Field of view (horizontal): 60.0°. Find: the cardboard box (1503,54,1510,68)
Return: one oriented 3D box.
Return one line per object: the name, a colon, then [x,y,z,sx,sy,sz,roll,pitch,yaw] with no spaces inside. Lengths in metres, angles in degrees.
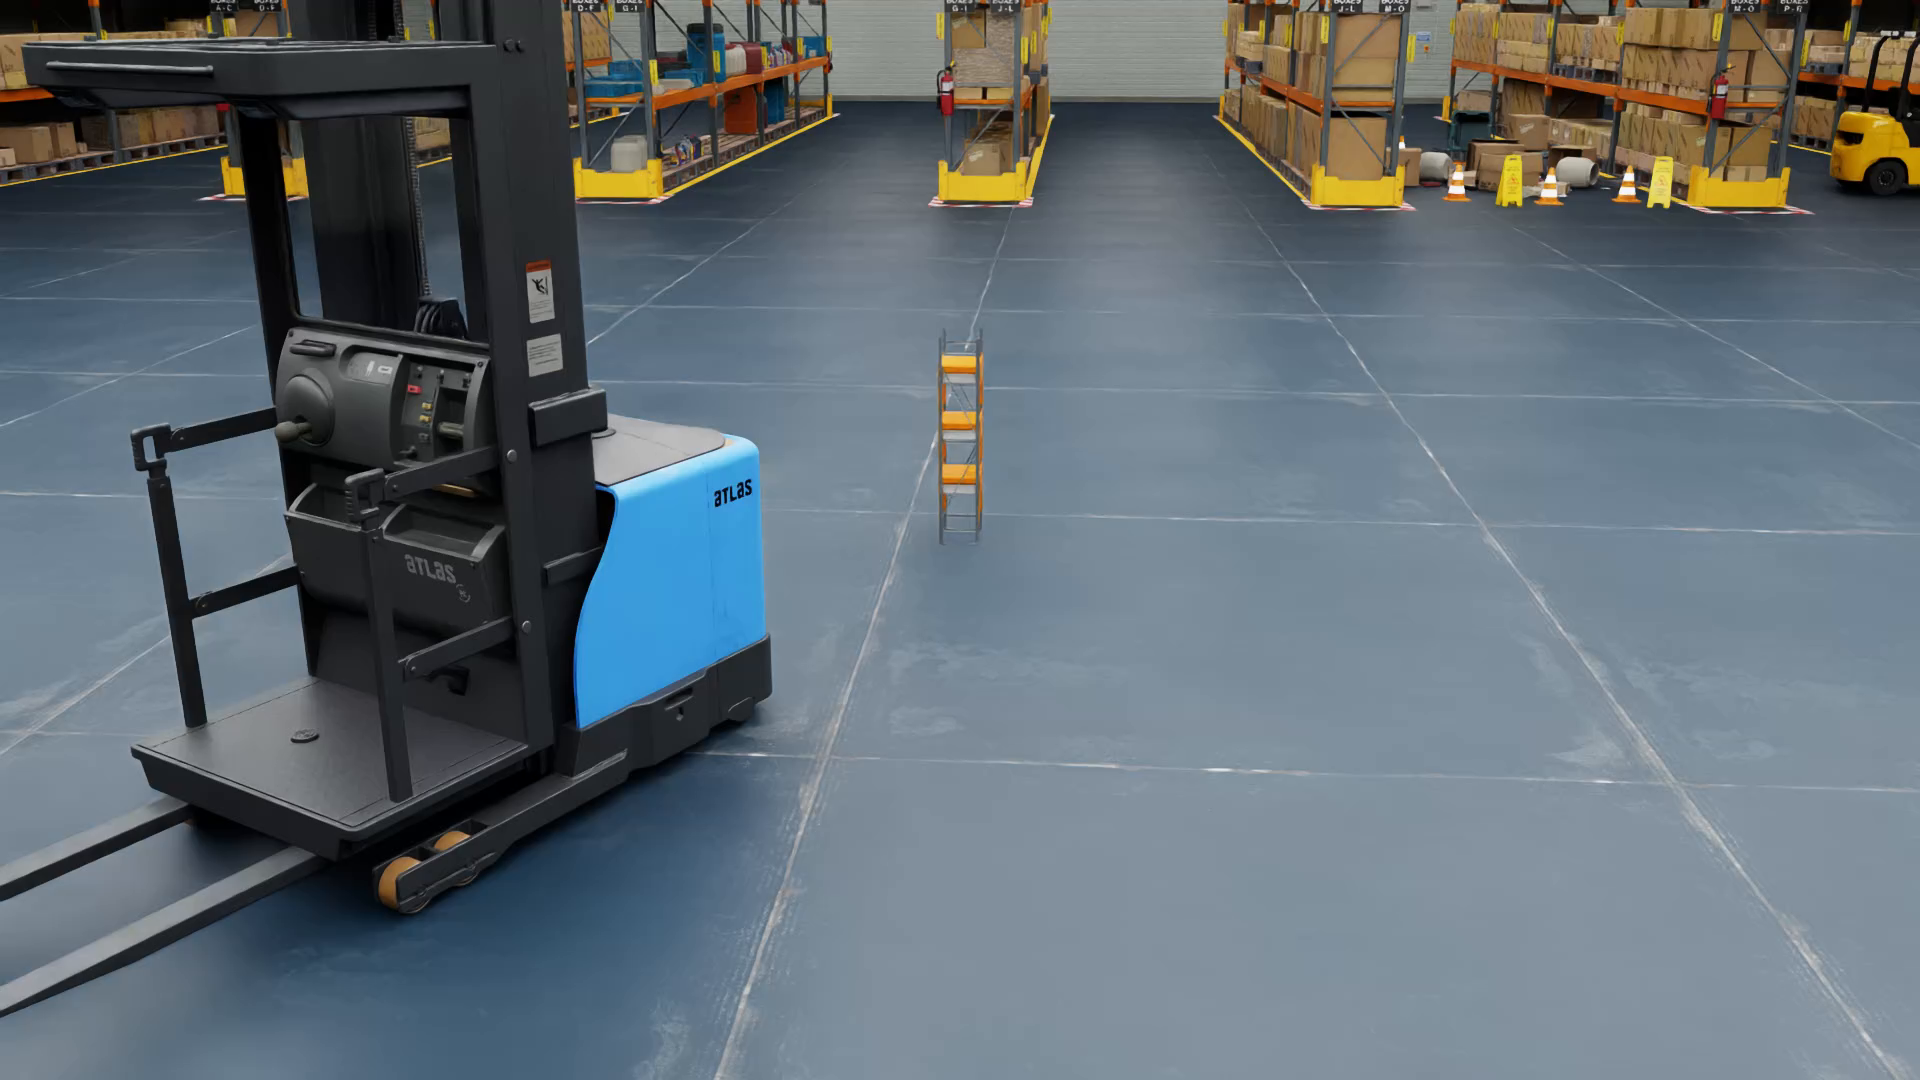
cardboard box: [10.712,-9.165,31.817,0.500,0.250,0.500,1,18,3]

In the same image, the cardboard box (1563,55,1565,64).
cardboard box: [10.493,-8.182,28.305,0.380,0.149,0.250,0,18,1]

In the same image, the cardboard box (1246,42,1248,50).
cardboard box: [5.465,-9.069,30.536,0.380,0.149,0.250,1,18,4]

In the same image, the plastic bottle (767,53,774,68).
plastic bottle: [-3.616,-9.116,31.626,0.152,0.276,0.135,1,18,4]

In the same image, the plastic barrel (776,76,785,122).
plastic barrel: [-3.838,-8.893,33.443,0.600,0.901,0.708,1,18,4]

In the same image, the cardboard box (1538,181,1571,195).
cardboard box: [8.261,-4.898,23.132,0.380,0.149,0.250,12,22,32]

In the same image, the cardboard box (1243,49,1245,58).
cardboard box: [5.501,-9.091,31.080,0.380,0.149,0.250,0,18,1]

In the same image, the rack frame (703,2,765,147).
rack frame: [-4.069,-8.617,29.904,1.000,3.000,0.127,1,18,4]

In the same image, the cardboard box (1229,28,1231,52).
cardboard box: [6.064,-10.738,35.738,0.500,0.500,0.500,1,18,4]

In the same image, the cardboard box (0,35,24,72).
cardboard box: [-14.101,-7.104,24.289,0.500,0.500,0.500,1,18,2]

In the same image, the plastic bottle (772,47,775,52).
plastic bottle: [-3.679,-9.489,32.645,0.144,0.351,0.185,1,18,4]

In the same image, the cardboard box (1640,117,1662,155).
cardboard box: [10.092,-5.788,23.806,0.500,0.500,0.500,2,18,7]

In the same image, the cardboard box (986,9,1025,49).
cardboard box: [0.609,-6.851,22.269,0.500,0.500,0.500,1,18,4]

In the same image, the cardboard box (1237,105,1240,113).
cardboard box: [5.803,-8.698,33.577,0.380,0.149,0.250,2,18,5]

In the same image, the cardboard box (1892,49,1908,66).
cardboard box: [15.327,-7.733,26.644,0.500,0.250,0.500,2,18,5]

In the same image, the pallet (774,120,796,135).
pallet: [-3.879,-8.296,33.401,1.003,0.211,1.213,1,18,4]

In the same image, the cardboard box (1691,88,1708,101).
cardboard box: [9.903,-5.884,21.965,0.380,0.149,0.250,1,18,3]

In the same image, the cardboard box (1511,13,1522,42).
cardboard box: [10.677,-9.606,31.155,0.500,0.500,0.500,1,18,3]

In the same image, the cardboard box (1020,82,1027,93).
cardboard box: [0.760,-6.450,23.692,0.380,0.149,0.250,1,18,4]

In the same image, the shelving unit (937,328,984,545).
shelving unit: [0.004,-0.516,8.310,0.215,1.050,0.252,1,18,4]

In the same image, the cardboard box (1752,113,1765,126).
cardboard box: [15.735,-8.285,32.229,0.500,0.500,0.500,2,18,6]

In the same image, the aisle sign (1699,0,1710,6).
aisle sign: [15.992,-11.924,35.820,0.394,0.787,0.004,1,18,4]

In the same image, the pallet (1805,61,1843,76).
pallet: [15.686,-8.297,29.234,1.213,0.211,1.003,1,18,4]

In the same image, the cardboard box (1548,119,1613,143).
cardboard box: [10.705,-7.061,28.701,0.950,0.372,0.625,0,18,0]

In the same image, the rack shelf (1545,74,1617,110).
rack shelf: [10.612,-7.322,27.108,1.077,0.370,4.000,1,18,4]

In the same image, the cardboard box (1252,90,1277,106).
cardboard box: [5.624,-8.108,30.486,0.500,0.250,0.500,2,18,5]

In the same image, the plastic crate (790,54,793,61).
plastic crate: [-3.606,-9.904,34.159,0.396,0.136,0.243,1,18,4]

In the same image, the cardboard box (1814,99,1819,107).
cardboard box: [15.541,-7.821,29.773,0.380,0.149,0.250,1,18,2]

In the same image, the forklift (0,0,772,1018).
forklift: [-1.933,-0.436,5.046,1.130,2.935,3.031,11,21,30]

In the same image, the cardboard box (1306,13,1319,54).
cardboard box: [5.334,-7.090,23.269,0.875,0.550,0.500,1,18,4]

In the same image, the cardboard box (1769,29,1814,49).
cardboard box: [15.699,-9.359,31.334,0.700,0.500,0.500,1,18,5]

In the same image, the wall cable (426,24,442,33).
wall cable: [-12.615,-14.447,43.048,3.097,2.526,0.112,1,18,4]

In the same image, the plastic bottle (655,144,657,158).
plastic bottle: [-4.717,-5.998,25.587,0.097,0.271,0.097,0,18,0]

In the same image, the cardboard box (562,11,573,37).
cardboard box: [-8.372,-10.794,34.782,0.500,0.500,0.500,1,18,2]

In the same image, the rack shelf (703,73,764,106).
rack shelf: [-4.212,-7.654,28.121,1.077,0.370,4.000,1,18,4]

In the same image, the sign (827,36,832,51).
sign: [-2.946,-11.172,37.440,0.100,0.325,0.005,1,18,4]

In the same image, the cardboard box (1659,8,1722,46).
cardboard box: [10.153,-7.098,23.024,0.700,0.500,0.500,1,18,4]

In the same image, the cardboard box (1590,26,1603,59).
cardboard box: [10.350,-7.894,26.386,0.500,0.500,0.500,2,18,6]

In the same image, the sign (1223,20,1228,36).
sign: [5.843,-11.273,36.618,0.100,0.325,0.005,1,18,4]

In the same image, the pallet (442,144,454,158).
pallet: [-9.197,-6.771,28.749,1.003,0.211,1.213,1,18,4]

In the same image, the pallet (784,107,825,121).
pallet: [-3.593,-9.522,37.142,1.003,0.211,1.213,1,18,4]

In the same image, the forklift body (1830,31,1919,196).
forklift body: [13.450,-5.918,23.028,2.313,2.155,1.214,1,18,4]

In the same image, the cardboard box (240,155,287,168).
cardboard box: [-9.839,-5.310,23.554,0.500,0.250,0.500,1,18,4]

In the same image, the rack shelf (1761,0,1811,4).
rack shelf: [16.137,-11.123,33.889,1.077,0.370,4.000,1,18,4]

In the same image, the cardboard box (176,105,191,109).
cardboard box: [-14.054,-7.816,29.561,0.500,0.250,0.500,2,18,5]

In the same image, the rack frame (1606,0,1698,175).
rack frame: [10.469,-7.043,25.101,1.000,3.000,0.127,1,18,4]

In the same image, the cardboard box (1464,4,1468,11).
cardboard box: [10.947,-11.336,35.393,0.380,0.149,0.250,2,18,6]

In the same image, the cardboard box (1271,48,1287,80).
cardboard box: [5.402,-7.809,27.278,0.500,0.500,0.500,1,18,3]

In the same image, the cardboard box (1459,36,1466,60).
cardboard box: [11.000,-10.517,35.542,0.500,0.500,0.500,1,18,3]

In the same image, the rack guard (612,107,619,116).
rack guard: [-8.441,-10.002,38.145,1.175,0.500,0.348,1,18,4]

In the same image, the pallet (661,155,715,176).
pallet: [-4.445,-5.842,25.914,1.003,0.211,1.213,1,18,4]

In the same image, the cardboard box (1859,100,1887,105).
cardboard box: [16.055,-7.651,29.253,0.380,0.149,0.250,2,18,7]
